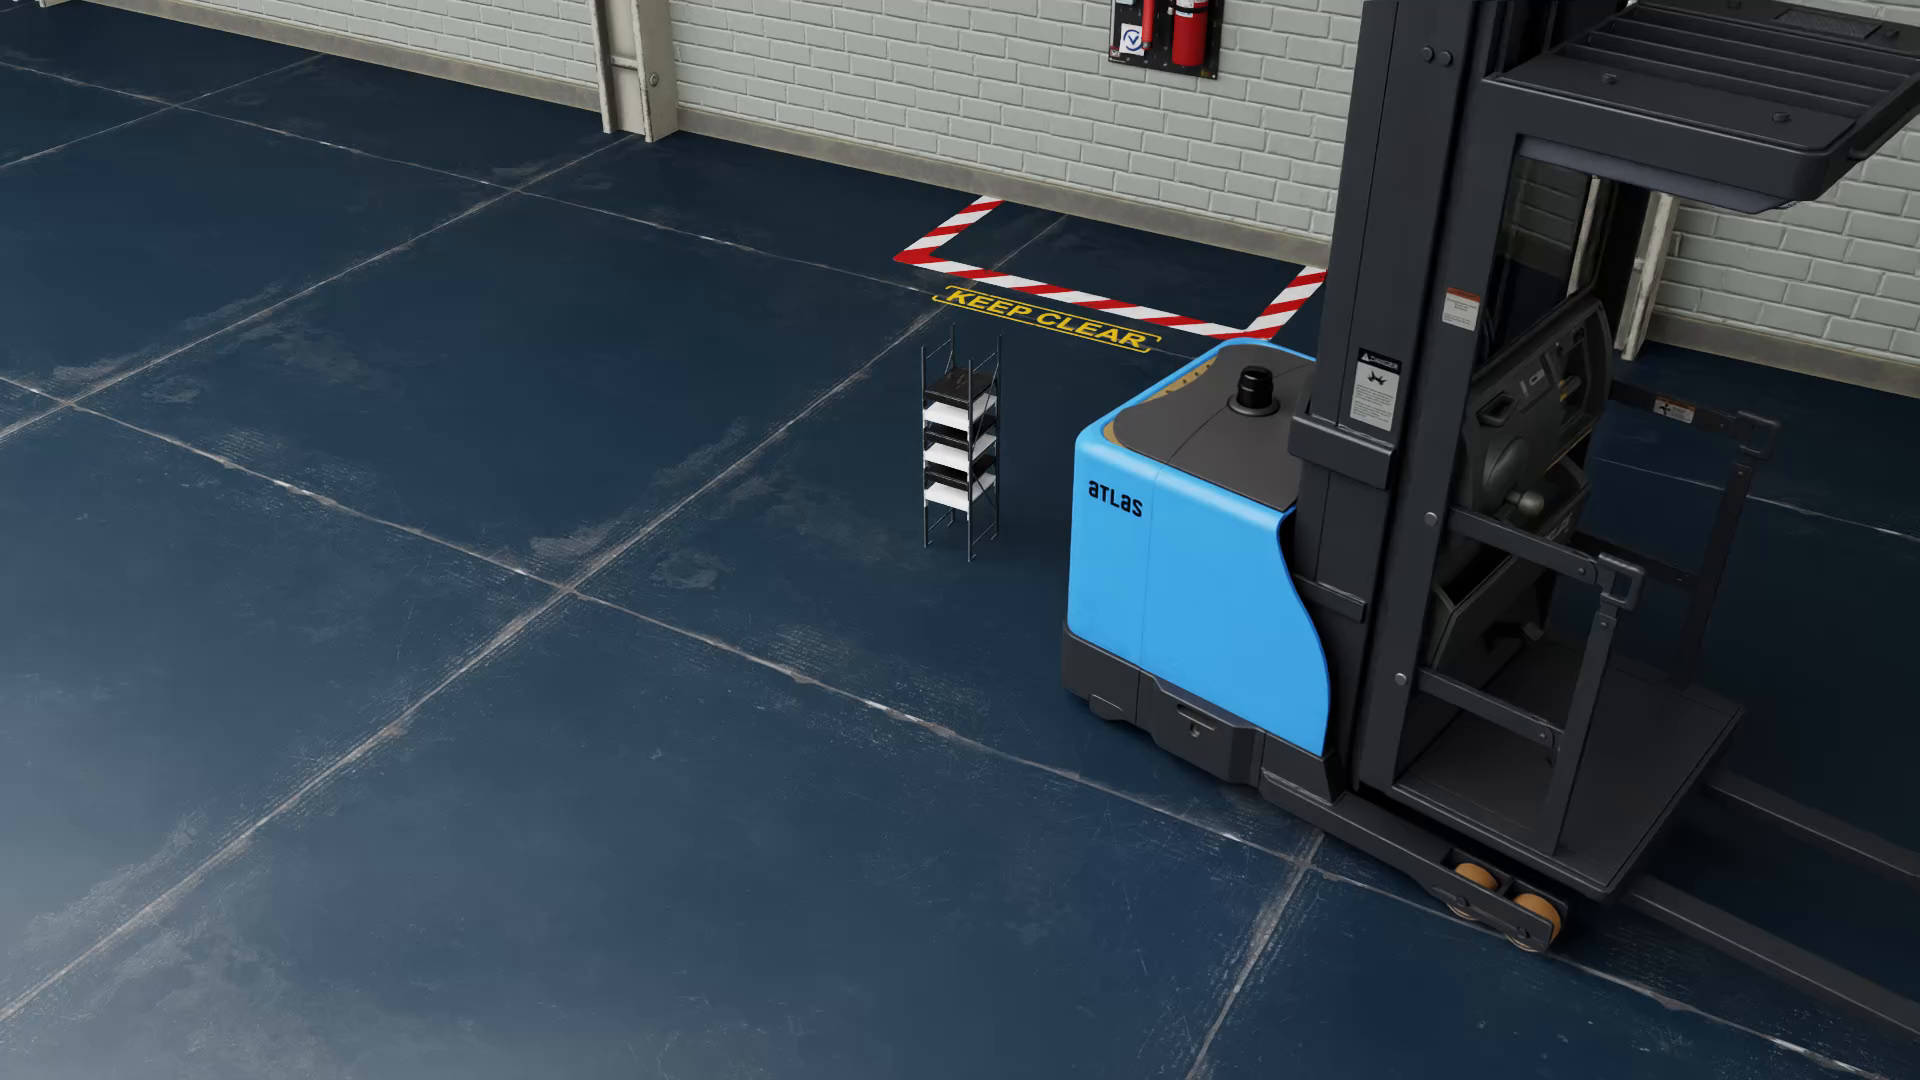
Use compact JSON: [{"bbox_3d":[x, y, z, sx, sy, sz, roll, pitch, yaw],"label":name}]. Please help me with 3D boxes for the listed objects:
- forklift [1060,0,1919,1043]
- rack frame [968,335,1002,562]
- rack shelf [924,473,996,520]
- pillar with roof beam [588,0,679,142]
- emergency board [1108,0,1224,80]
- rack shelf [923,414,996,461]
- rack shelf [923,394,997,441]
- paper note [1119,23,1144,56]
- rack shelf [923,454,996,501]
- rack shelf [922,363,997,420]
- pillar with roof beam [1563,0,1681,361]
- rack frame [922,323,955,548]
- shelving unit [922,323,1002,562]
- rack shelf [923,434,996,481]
[{"bbox_3d":[1.801,-0.336,4.610,3.031,2.935,1.130,26,41,33],"label":"forklift"},{"bbox_3d":[0.095,-0.344,6.455,0.006,0.900,0.240,18,37,24],"label":"rack frame"},{"bbox_3d":[0.007,-0.195,6.615,0.200,0.077,0.258,18,37,24],"label":"rack shelf"},{"bbox_3d":[-4.183,-4.318,5.116,0.400,9.000,9.100,18,37,24],"label":"pillar with roof beam"},{"bbox_3d":[1.036,-2.941,8.460,0.643,1.169,0.194,18,37,24],"label":"emergency board"},{"bbox_3d":[0.007,-0.419,6.466,0.200,0.077,0.258,18,37,24],"label":"rack shelf"},{"bbox_3d":[0.007,-0.494,6.416,0.200,0.077,0.258,18,37,24],"label":"rack shelf"},{"bbox_3d":[0.917,-2.656,8.827,0.142,0.148,0.016,18,37,24],"label":"paper note"},{"bbox_3d":[0.007,-0.270,6.566,0.200,0.077,0.258,18,37,24],"label":"rack shelf"},{"bbox_3d":[0.007,-0.569,6.366,0.200,0.077,0.258,18,37,24],"label":"rack shelf"},{"bbox_3d":[1.027,-2.668,2.638,0.400,9.000,9.100,18,37,24],"label":"pillar with roof beam"},{"bbox_3d":[-0.081,-0.400,6.539,0.006,0.900,0.240,18,37,24],"label":"rack frame"},{"bbox_3d":[0.007,-0.372,6.497,0.210,0.900,0.258,18,37,24],"label":"shelving unit"},{"bbox_3d":[0.007,-0.345,6.516,0.200,0.077,0.258,18,37,24],"label":"rack shelf"}]
